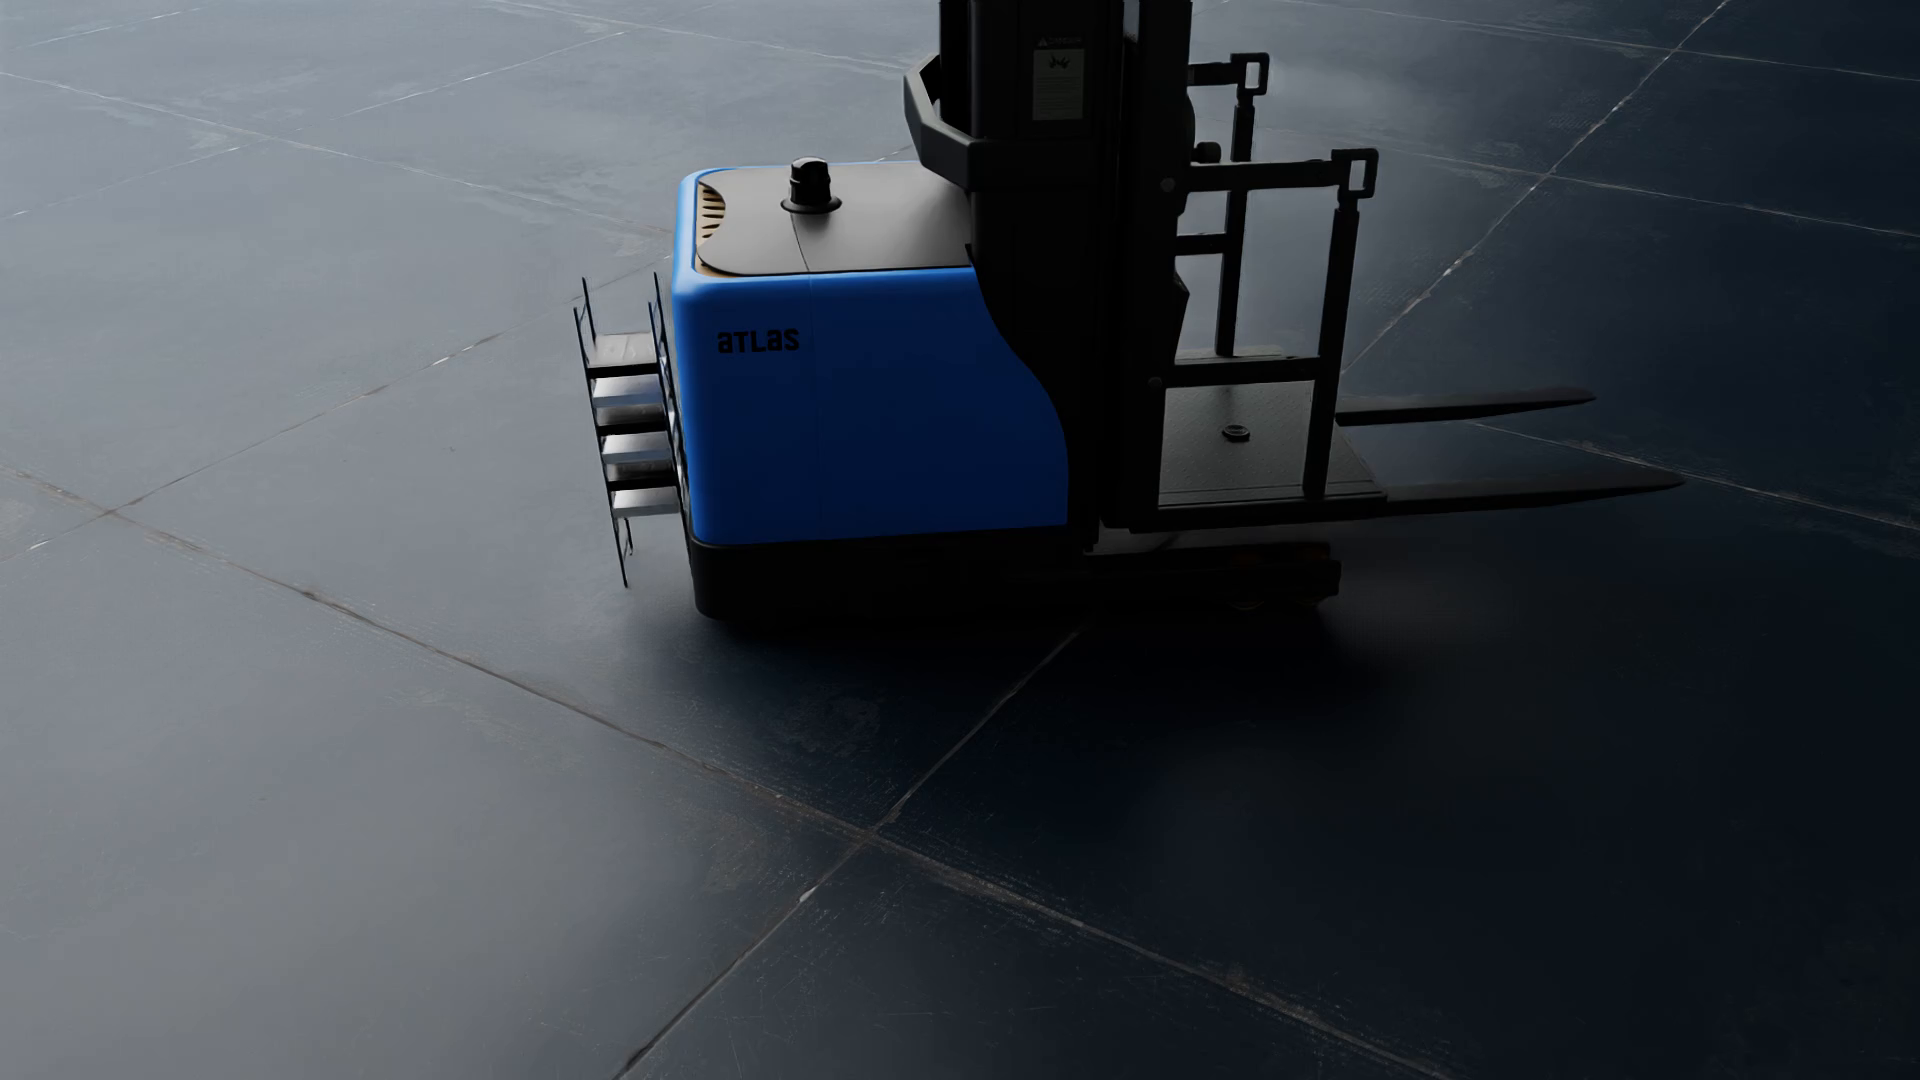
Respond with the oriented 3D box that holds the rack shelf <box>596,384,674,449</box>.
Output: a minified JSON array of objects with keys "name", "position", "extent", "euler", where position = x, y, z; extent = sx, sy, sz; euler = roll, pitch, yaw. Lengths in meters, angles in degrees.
[{"name":"rack shelf","position":[-0.944,-0.364,4.859],"extent":[0.200,0.077,0.258],"euler":[-5,31,-3]}]

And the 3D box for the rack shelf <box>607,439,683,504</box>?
[{"name":"rack shelf","position":[-0.934,-0.209,4.950],"extent":[0.200,0.077,0.258],"euler":[-5,31,-3]}]

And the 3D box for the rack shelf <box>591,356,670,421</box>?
[{"name":"rack shelf","position":[-0.948,-0.442,4.813],"extent":[0.200,0.077,0.258],"euler":[-5,31,-3]}]

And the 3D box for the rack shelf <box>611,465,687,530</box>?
[{"name":"rack shelf","position":[-0.929,-0.132,4.995],"extent":[0.200,0.077,0.258],"euler":[-5,31,-3]}]

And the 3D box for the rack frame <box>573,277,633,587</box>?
[{"name":"rack frame","position":[-1.042,-0.306,4.882],"extent":[0.006,0.900,0.240],"euler":[-5,31,-3]}]

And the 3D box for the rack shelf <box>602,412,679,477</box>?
[{"name":"rack shelf","position":[-0.939,-0.287,4.904],"extent":[0.200,0.077,0.258],"euler":[-5,31,-3]}]

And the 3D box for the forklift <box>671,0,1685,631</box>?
[{"name":"forklift","position":[0.690,-1.323,4.610],"extent":[3.031,2.935,1.130],"euler":[-4,30,-6]}]

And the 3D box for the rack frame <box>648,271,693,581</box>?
[{"name":"rack frame","position":[-0.839,-0.325,4.892],"extent":[0.006,0.900,0.240],"euler":[-5,31,-3]}]

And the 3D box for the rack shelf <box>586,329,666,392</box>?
[{"name":"rack shelf","position":[-0.953,-0.519,4.767],"extent":[0.200,0.077,0.258],"euler":[-5,31,-3]}]

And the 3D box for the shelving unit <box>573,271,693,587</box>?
[{"name":"shelving unit","position":[-0.941,-0.315,4.887],"extent":[0.210,0.900,0.258],"euler":[-5,31,-3]}]
